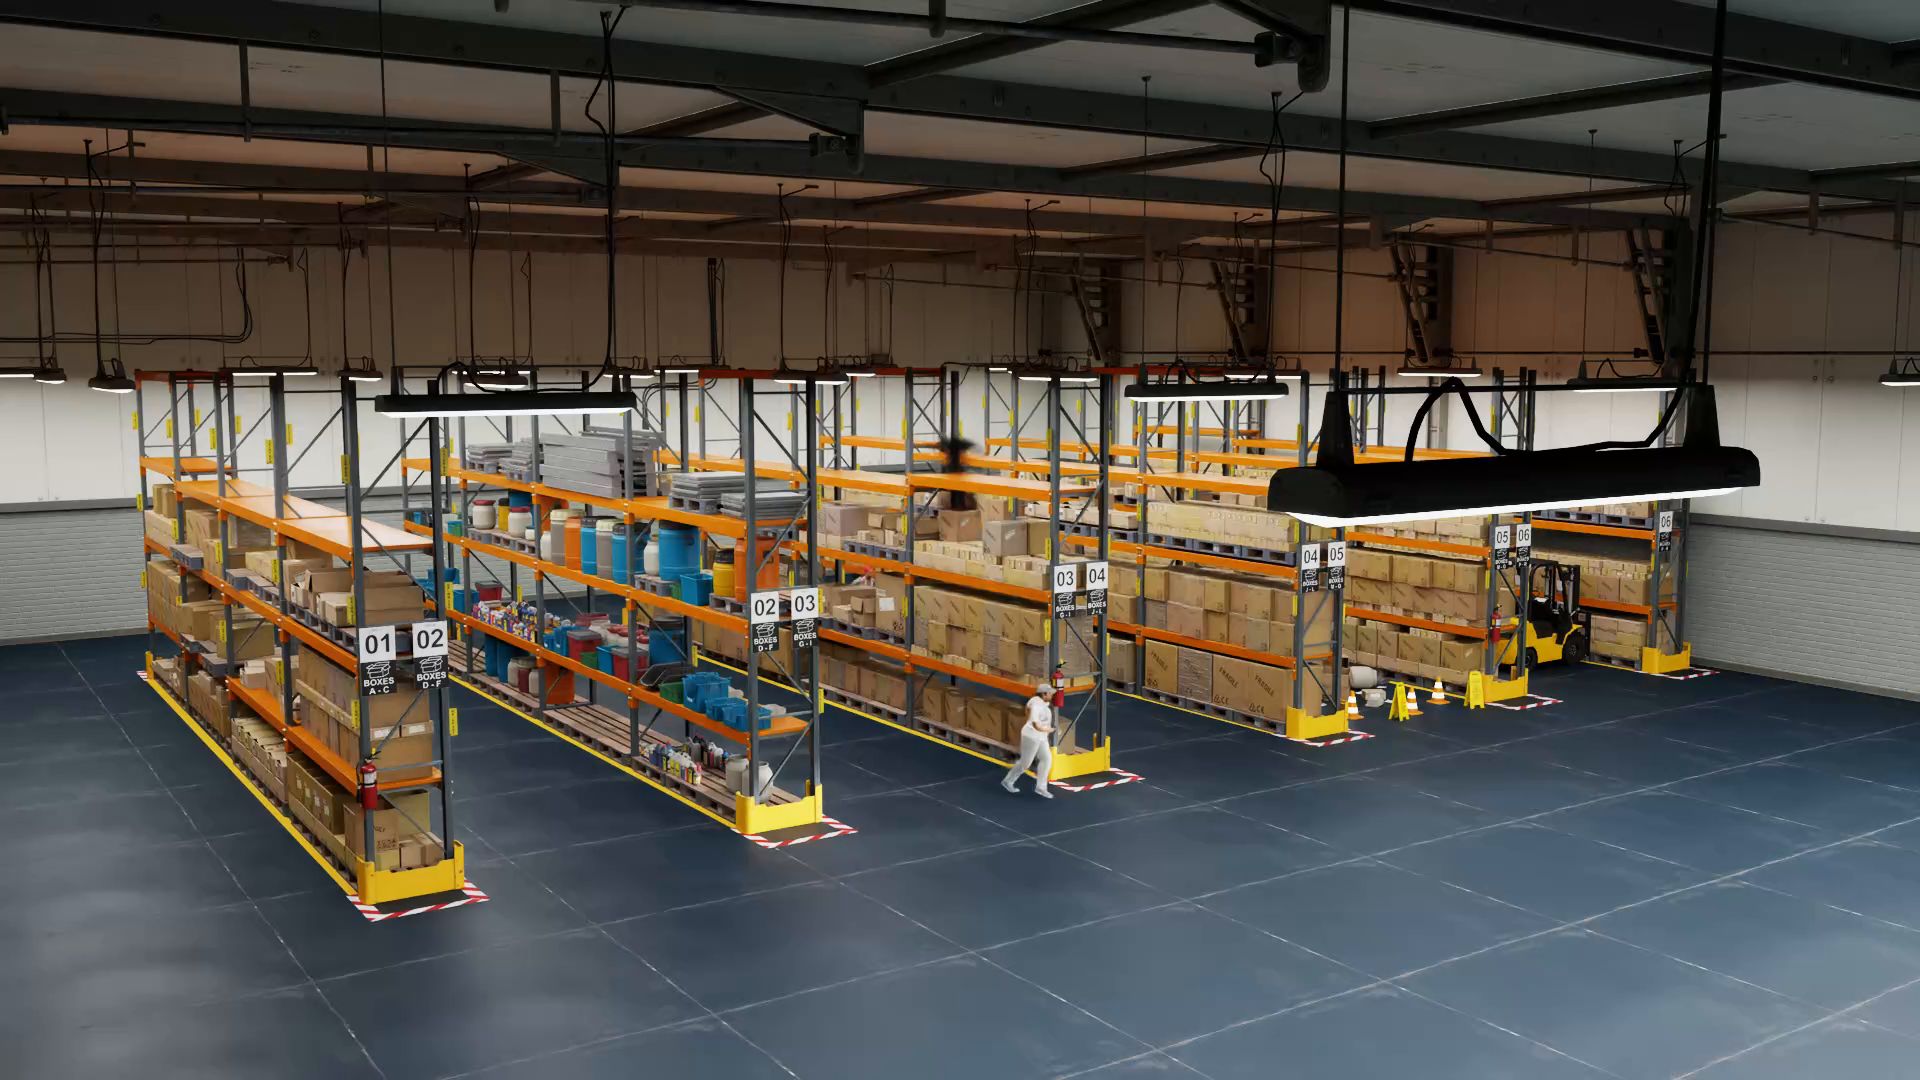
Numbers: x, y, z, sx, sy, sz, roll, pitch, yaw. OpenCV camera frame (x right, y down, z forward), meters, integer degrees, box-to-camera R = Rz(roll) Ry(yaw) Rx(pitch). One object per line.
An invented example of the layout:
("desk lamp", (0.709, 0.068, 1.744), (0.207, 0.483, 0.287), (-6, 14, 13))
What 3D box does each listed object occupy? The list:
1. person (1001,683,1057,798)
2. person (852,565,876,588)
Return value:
("person", (0.988, 2.857, 23.753), (0.799, 1.675, 0.586), (2, 7, 18))
("person", (-2.131, 1.390, 36.304), (0.705, 1.715, 0.658), (6, 9, 41))
